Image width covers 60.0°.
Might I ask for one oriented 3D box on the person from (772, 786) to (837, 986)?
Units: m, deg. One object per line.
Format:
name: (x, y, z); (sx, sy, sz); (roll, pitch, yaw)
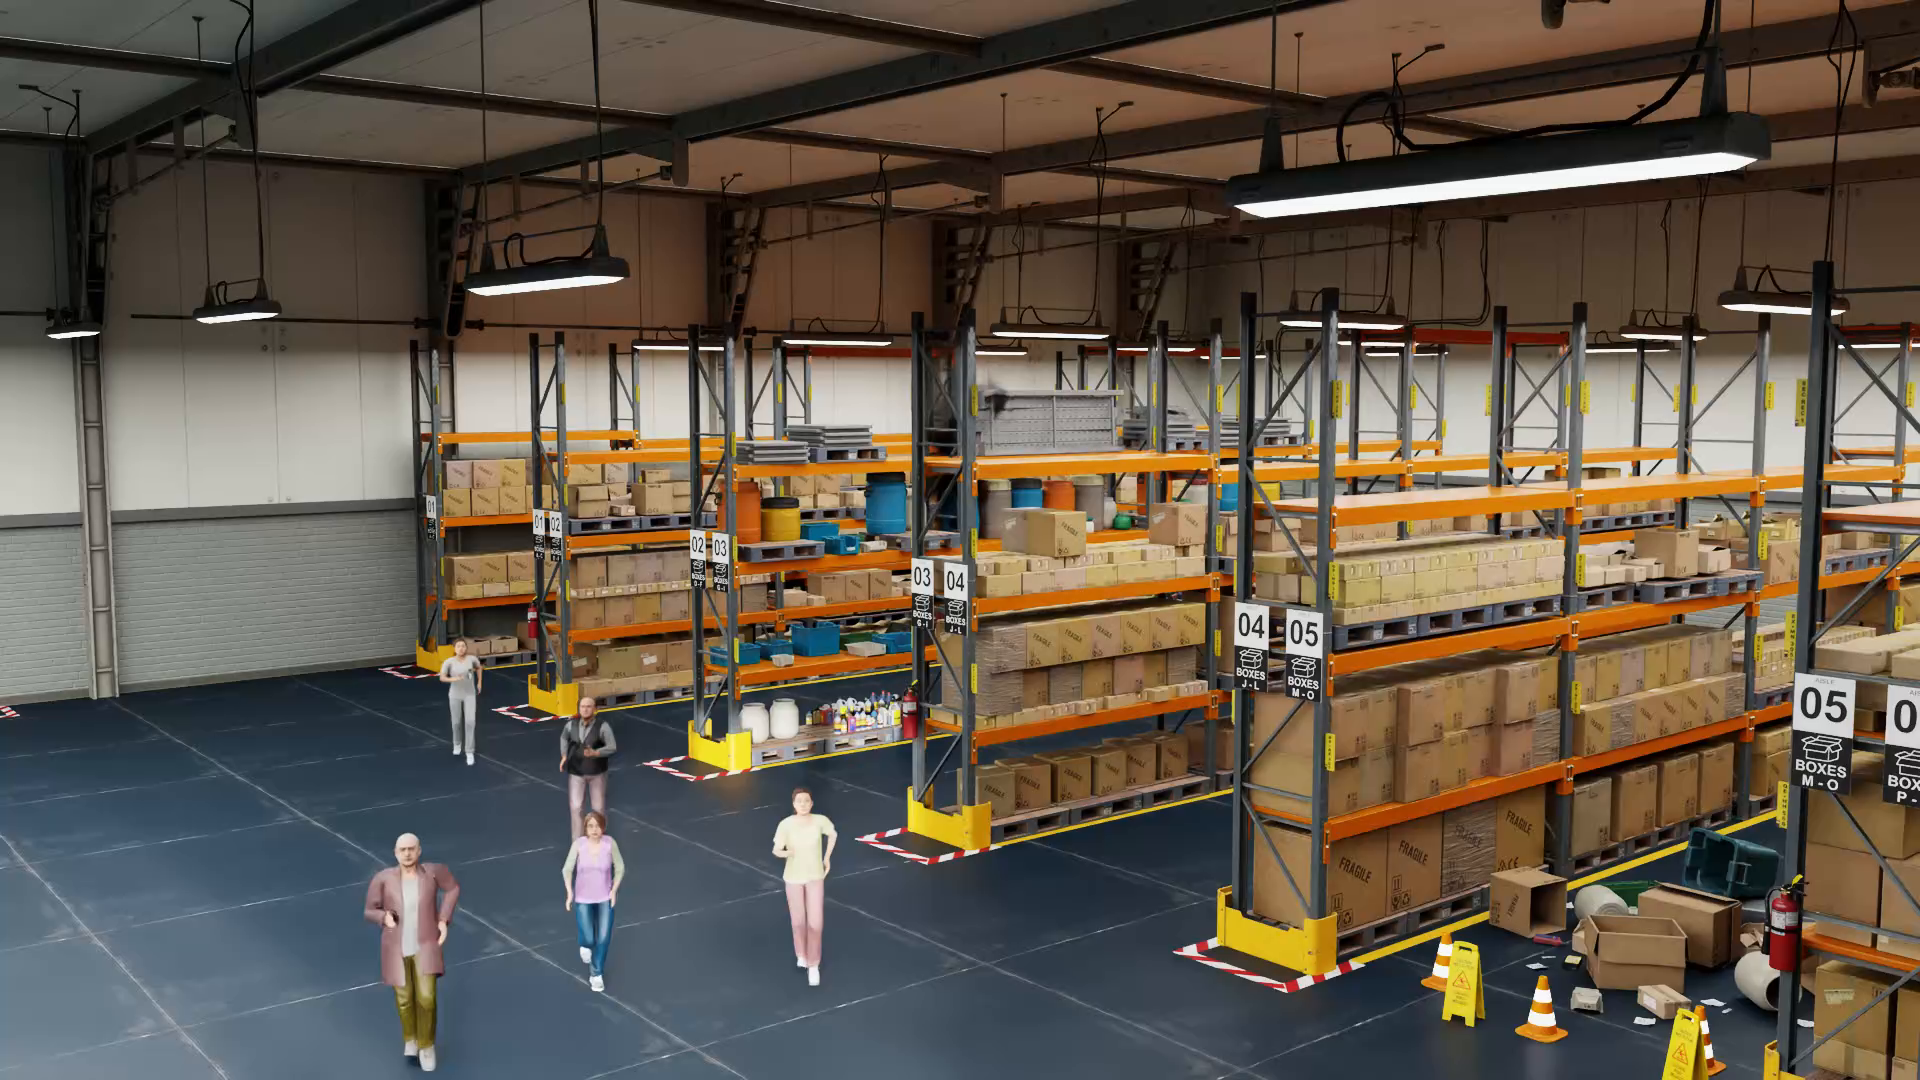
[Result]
person: (-1.353, 2.994, 14.507); (0.558, 1.705, 0.670); (0, 5, -4)

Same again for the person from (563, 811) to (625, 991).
person: (-3.149, 3.082, 14.331); (0.523, 1.554, 0.574); (-1, 5, -15)

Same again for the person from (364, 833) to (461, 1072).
person: (-4.144, 3.128, 12.589); (0.688, 1.814, 0.754); (-1, 5, -13)

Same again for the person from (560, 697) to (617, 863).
person: (-4.100, 2.625, 18.311); (0.658, 1.636, 0.947); (0, 5, -3)

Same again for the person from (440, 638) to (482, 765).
person: (-6.887, 2.194, 22.979); (0.580, 1.716, 0.832); (-2, 6, -21)
